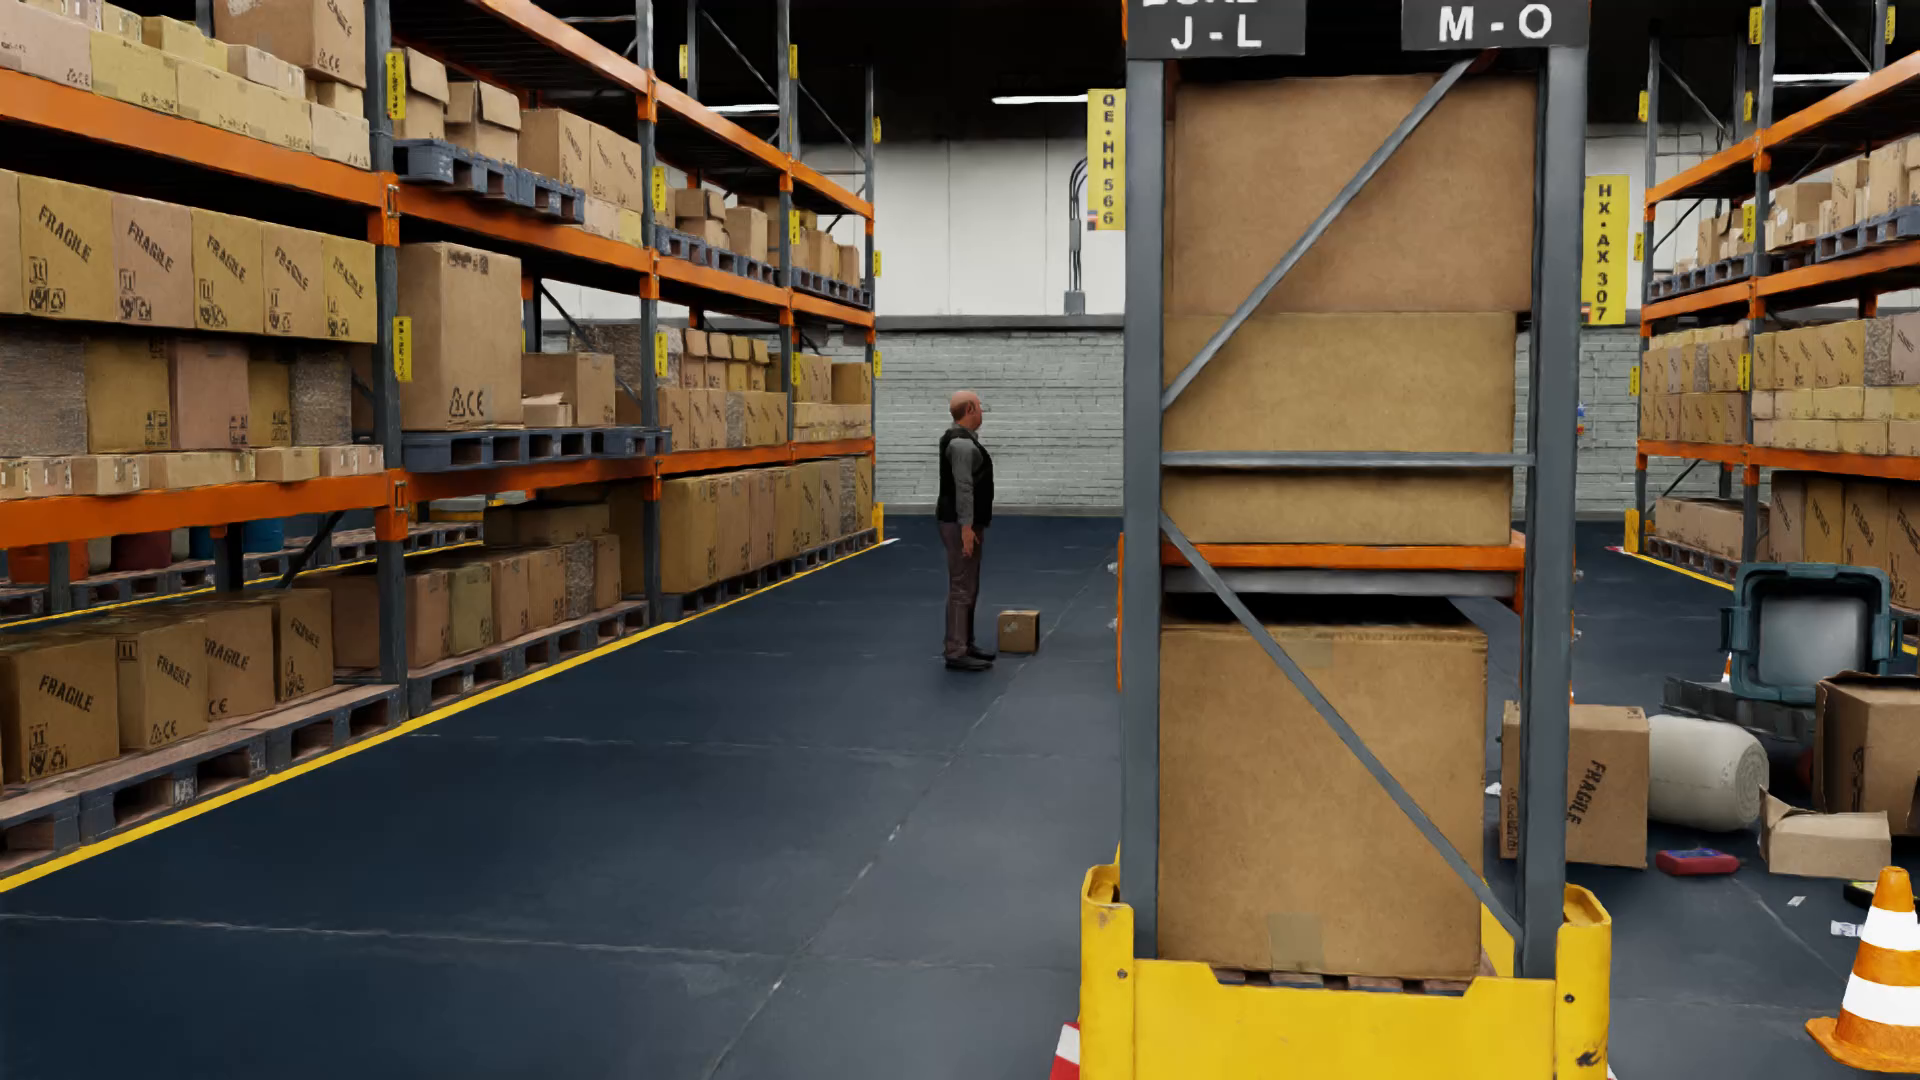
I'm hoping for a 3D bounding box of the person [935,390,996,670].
[{"bbox_3d":[0.041,-0.073,10.436,0.390,1.732,0.582,0,4,-4],"label":"person"}]
